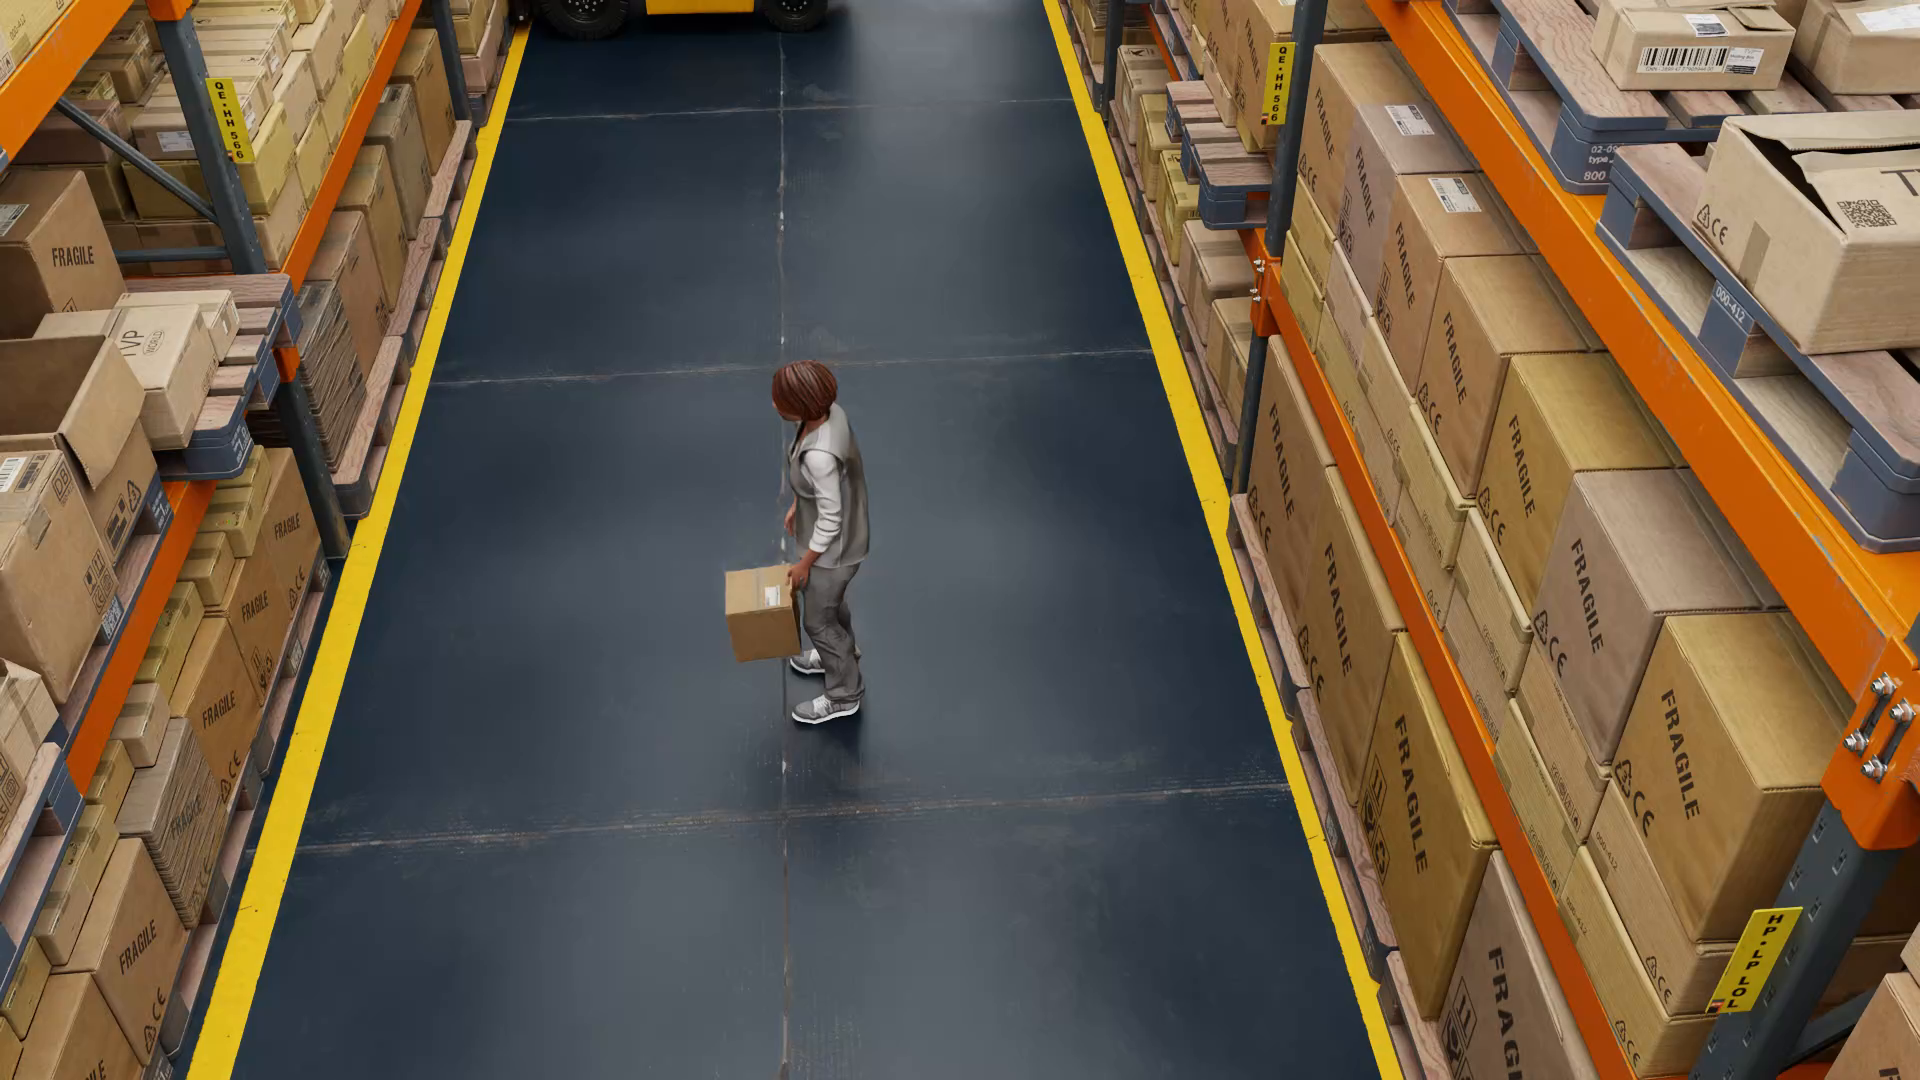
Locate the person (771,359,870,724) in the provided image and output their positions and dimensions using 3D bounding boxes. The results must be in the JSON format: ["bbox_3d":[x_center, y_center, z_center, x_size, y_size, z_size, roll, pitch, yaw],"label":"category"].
[{"bbox_3d":[-0.505,0.005,6.153,0.341,1.598,0.452,-4,40,-5],"label":"person"}]
